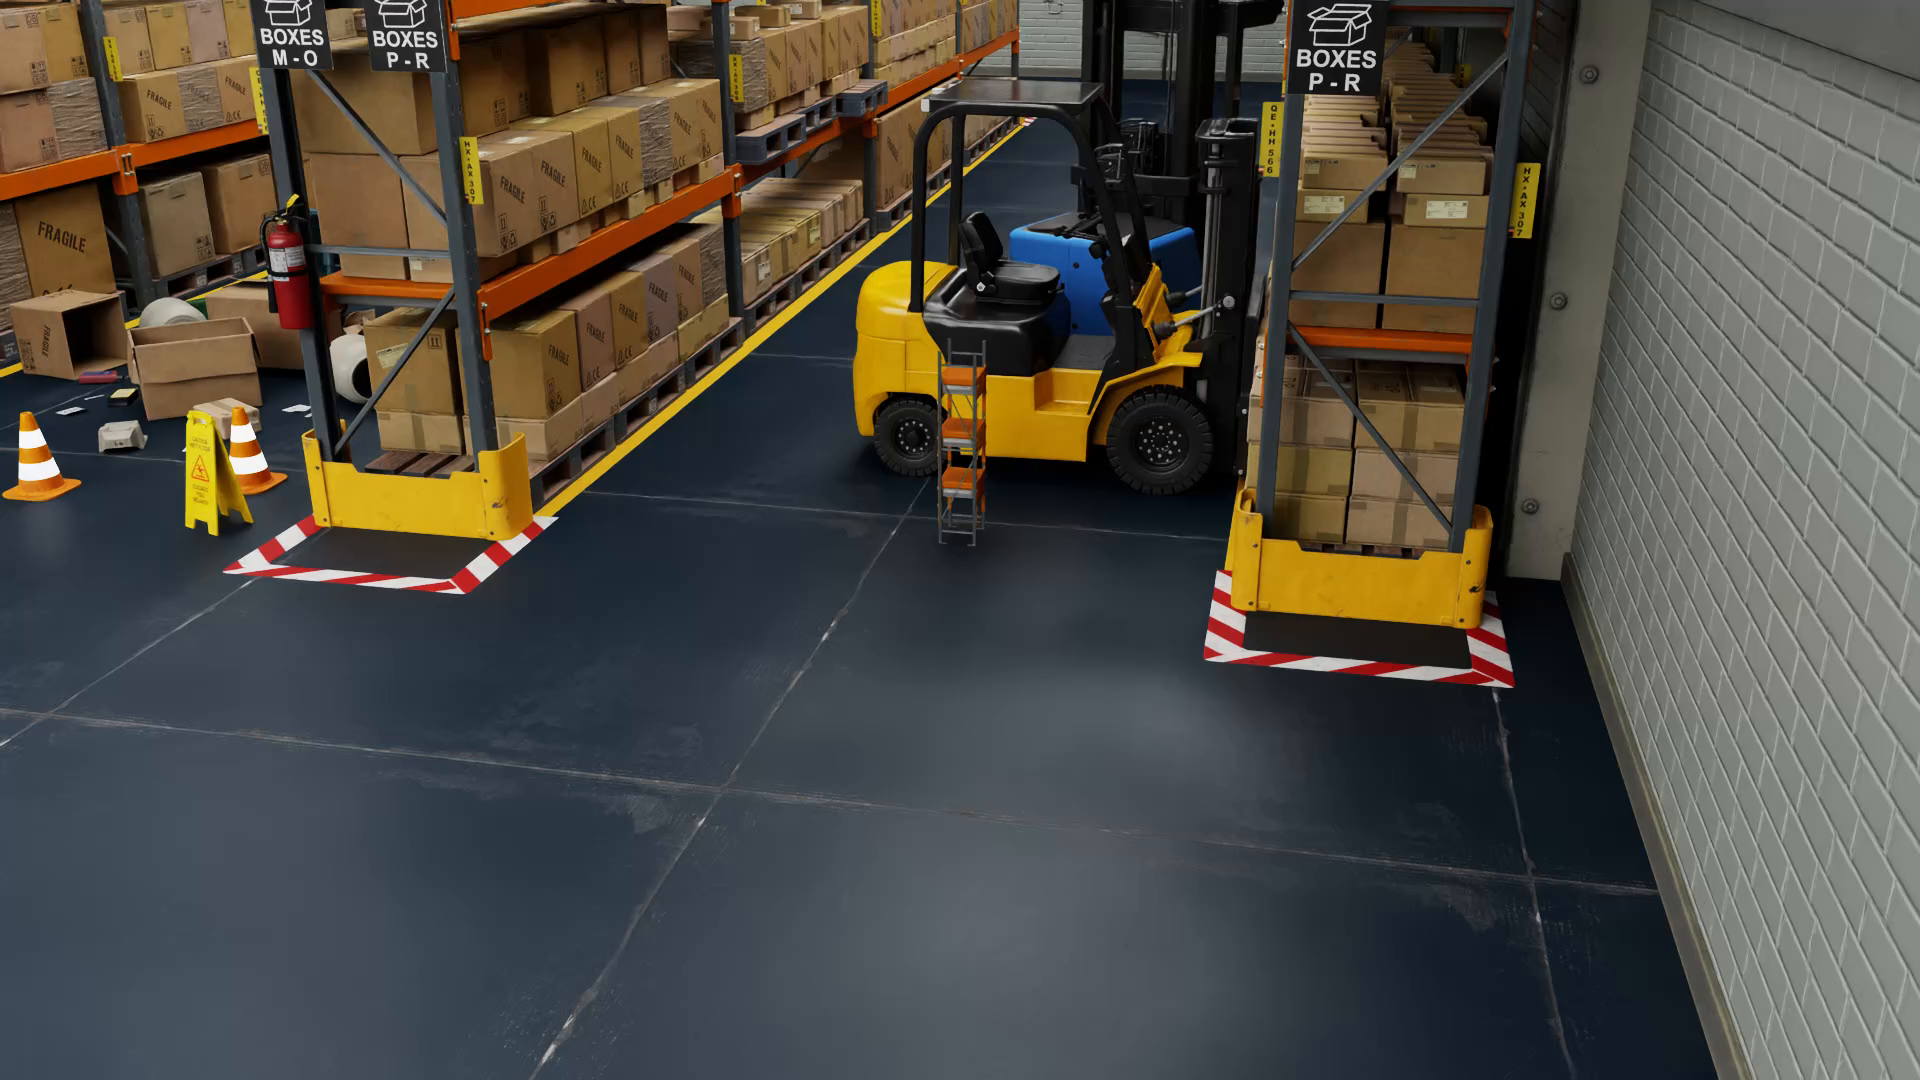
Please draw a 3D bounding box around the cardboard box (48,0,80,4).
[{"bbox_3d":[-10.583,-6.405,19.265,0.797,0.503,0.637,5,23,13],"label":"cardboard box"}]

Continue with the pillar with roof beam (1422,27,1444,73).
[{"bbox_3d":[1.173,-8.770,18.584,9.100,9.000,0.400,4,22,11],"label":"pillar with roof beam"}]

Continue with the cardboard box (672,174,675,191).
[{"bbox_3d":[-2.134,-2.396,11.124,0.380,0.149,0.250,4,22,10],"label":"cardboard box"}]

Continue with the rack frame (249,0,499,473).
[{"bbox_3d":[-2.945,-1.462,8.468,1.000,3.000,0.127,4,22,11],"label":"rack frame"}]

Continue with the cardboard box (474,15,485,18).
[{"bbox_3d":[-5.516,-5.764,18.526,0.380,0.149,0.250,5,22,11],"label":"cardboard box"}]

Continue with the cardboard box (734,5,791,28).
[{"bbox_3d":[-1.566,-4.155,13.192,0.380,0.149,0.250,6,23,14],"label":"cardboard box"}]

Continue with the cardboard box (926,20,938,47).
[{"bbox_3d":[-0.543,-5.460,17.926,0.500,0.250,0.500,5,22,12],"label":"cardboard box"}]

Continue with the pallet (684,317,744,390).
[{"bbox_3d":[-2.231,-1.383,12.005,1.003,0.211,1.213,4,22,11],"label":"pallet"}]

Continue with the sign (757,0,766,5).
[{"bbox_3d":[-1.857,-4.966,15.618,0.100,0.325,0.005,4,22,11],"label":"sign"}]

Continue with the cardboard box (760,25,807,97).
[{"bbox_3d":[-1.537,-3.816,13.220,0.500,0.500,0.500,4,22,11],"label":"cardboard box"}]

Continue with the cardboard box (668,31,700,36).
[{"bbox_3d":[-2.159,-3.672,12.861,0.500,0.500,0.500,5,22,11],"label":"cardboard box"}]

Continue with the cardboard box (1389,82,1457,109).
[{"bbox_3d":[2.829,-2.707,10.159,0.380,0.149,0.250,4,22,10],"label":"cardboard box"}]

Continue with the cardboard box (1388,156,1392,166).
[{"bbox_3d":[2.583,-1.851,9.302,0.500,0.500,0.500,5,22,12],"label":"cardboard box"}]

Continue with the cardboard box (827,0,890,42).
[{"bbox_3d":[-0.973,-5.059,15.929,0.500,0.500,0.500,4,22,9],"label":"cardboard box"}]

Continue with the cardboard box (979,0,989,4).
[{"bbox_3d":[0.063,-6.887,20.466,0.500,0.500,0.500,5,22,12],"label":"cardboard box"}]

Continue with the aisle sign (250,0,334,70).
[{"bbox_3d":[-3.242,-2.667,7.981,0.394,0.787,0.004,4,22,11],"label":"aisle sign"}]

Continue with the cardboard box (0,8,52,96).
[{"bbox_3d":[-7.103,-3.493,11.866,0.875,0.550,0.550,4,22,11],"label":"cardboard box"}]

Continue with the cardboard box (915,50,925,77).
[{"bbox_3d":[-0.669,-5.039,17.551,0.500,0.250,0.500,4,22,11],"label":"cardboard box"}]

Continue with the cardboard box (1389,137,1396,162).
[{"bbox_3d":[2.603,-2.194,9.284,0.380,0.149,0.250,4,22,9],"label":"cardboard box"}]

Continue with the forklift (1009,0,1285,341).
[{"bbox_3d":[1.566,-2.794,11.869,1.130,2.935,3.031,14,26,32],"label":"forklift"}]

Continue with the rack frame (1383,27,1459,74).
[{"bbox_3d":[2.731,-2.548,11.164,1.000,3.000,0.127,4,22,11],"label":"rack frame"}]

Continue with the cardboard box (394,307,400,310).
[{"bbox_3d":[-3.680,-1.478,11.851,0.500,0.500,0.500,-16,27,-35],"label":"cardboard box"}]

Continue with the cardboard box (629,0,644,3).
[{"bbox_3d":[-4.591,-7.280,22.382,0.500,0.500,0.500,5,22,11],"label":"cardboard box"}]

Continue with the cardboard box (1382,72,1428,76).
[{"bbox_3d":[3.202,-3.287,11.999,0.380,0.149,0.250,4,22,10],"label":"cardboard box"}]

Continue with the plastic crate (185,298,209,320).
[{"bbox_3d":[-5.748,-1.824,13.054,0.450,0.188,0.662,7,21,42],"label":"plastic crate"}]

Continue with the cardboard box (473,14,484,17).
[{"bbox_3d":[-5.521,-5.907,18.482,0.380,0.149,0.250,3,22,9],"label":"cardboard box"}]

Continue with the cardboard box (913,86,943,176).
[{"bbox_3d":[-0.721,-4.496,18.283,0.875,0.875,0.875,5,22,12],"label":"cardboard box"}]

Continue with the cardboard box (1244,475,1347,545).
[{"bbox_3d":[1.701,-0.200,8.453,0.500,0.250,0.500,5,22,11],"label":"cardboard box"}]

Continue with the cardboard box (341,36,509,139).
[{"bbox_3d":[-2.944,-2.498,9.170,0.700,0.500,0.500,5,22,11],"label":"cardboard box"}]

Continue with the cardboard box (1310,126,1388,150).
[{"bbox_3d":[1.952,-1.993,8.386,0.380,0.149,0.250,5,22,11],"label":"cardboard box"}]

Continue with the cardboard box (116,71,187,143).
[{"bbox_3d":[-6.625,-3.483,13.353,0.500,0.500,0.500,5,22,12],"label":"cardboard box"}]

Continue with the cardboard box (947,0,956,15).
[{"bbox_3d":[-0.342,-6.178,18.706,0.500,0.500,0.500,5,23,13],"label":"cardboard box"}]

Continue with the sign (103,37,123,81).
[{"bbox_3d":[-6.452,-3.662,12.665,0.100,0.325,0.005,4,22,11],"label":"sign"}]

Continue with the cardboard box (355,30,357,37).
[{"bbox_3d":[-6.471,-5.257,17.268,0.380,0.149,0.250,5,23,13],"label":"cardboard box"}]

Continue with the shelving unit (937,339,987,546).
[{"bbox_3d":[0.011,-0.507,8.706,0.215,1.050,0.252,4,22,11],"label":"shelving unit"}]

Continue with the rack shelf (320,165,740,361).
[{"bbox_3d":[-2.537,-1.859,10.418,1.077,0.370,4.000,4,22,11],"label":"rack shelf"}]

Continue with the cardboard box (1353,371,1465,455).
[{"bbox_3d":[2.198,-0.629,8.181,0.500,0.250,0.500,4,22,10],"label":"cardboard box"}]

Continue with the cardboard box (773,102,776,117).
[{"bbox_3d":[-1.664,-3.381,13.008,0.380,0.149,0.250,6,23,14],"label":"cardboard box"}]

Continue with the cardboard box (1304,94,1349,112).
[{"bbox_3d":[2.188,-2.559,9.792,0.380,0.149,0.250,4,22,10],"label":"cardboard box"}]

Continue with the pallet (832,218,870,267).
[{"bbox_3d":[-1.474,-2.808,15.544,1.003,0.211,1.213,4,22,11],"label":"pallet"}]

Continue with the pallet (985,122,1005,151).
[{"bbox_3d":[-0.018,-5.277,21.673,1.003,0.211,1.213,4,22,11],"label":"pallet"}]

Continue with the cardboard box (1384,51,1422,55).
[{"bbox_3d":[3.511,-3.844,13.382,0.380,0.149,0.250,4,22,11],"label":"cardboard box"}]

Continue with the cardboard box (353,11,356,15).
[{"bbox_3d":[-6.475,-5.388,17.194,0.380,0.149,0.250,4,22,10],"label":"cardboard box"}]

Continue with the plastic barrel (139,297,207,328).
[{"bbox_3d":[-5.725,-1.538,12.106,0.421,0.421,0.512,-16,27,-35],"label":"plastic barrel"}]

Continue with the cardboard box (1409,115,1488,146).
[{"bbox_3d":[2.563,-2.143,8.760,0.380,0.149,0.250,4,22,10],"label":"cardboard box"}]

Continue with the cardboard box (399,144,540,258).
[{"bbox_3d":[-2.577,-1.798,8.771,0.500,0.500,0.500,4,22,10],"label":"cardboard box"}]

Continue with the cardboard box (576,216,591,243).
[{"bbox_3d":[-2.385,-1.824,9.705,0.380,0.149,0.250,5,22,12],"label":"cardboard box"}]

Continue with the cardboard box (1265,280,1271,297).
[{"bbox_3d":[2.121,-1.409,10.116,0.500,0.250,0.500,5,23,13],"label":"cardboard box"}]

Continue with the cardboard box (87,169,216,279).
[{"bbox_3d":[-6.957,-2.650,13.868,1.050,0.750,0.750,4,22,11],"label":"cardboard box"}]

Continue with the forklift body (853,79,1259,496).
[{"bbox_3d":[0.516,-1.524,9.758,2.313,2.155,1.214,4,22,11],"label":"forklift body"}]

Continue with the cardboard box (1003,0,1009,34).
[{"bbox_3d":[0.363,-6.981,22.037,0.500,0.500,0.500,4,22,10],"label":"cardboard box"}]

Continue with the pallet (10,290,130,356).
[{"bbox_3d":[-7.227,-1.699,12.791,1.003,0.211,1.213,4,22,11],"label":"pallet"}]

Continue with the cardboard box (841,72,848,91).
[{"bbox_3d":[-1.200,-4.037,14.637,0.380,0.149,0.250,3,22,8],"label":"cardboard box"}]

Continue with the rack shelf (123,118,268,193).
[{"bbox_3d":[-6.587,-3.663,14.896,1.077,0.370,4.000,4,22,11],"label":"rack shelf"}]

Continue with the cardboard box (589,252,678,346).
[{"bbox_3d":[-2.192,-1.582,10.881,0.500,0.500,0.500,6,23,14],"label":"cardboard box"}]

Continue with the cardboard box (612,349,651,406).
[{"bbox_3d":[-2.299,-1.042,10.543,0.500,0.250,0.500,6,23,15],"label":"cardboard box"}]

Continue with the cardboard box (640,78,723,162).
[{"bbox_3d":[-1.976,-2.927,11.575,0.500,0.500,0.500,4,22,10],"label":"cardboard box"}]

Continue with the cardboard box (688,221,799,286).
[{"bbox_3d":[-1.881,-2.356,13.643,0.950,0.372,0.625,6,23,14],"label":"cardboard box"}]
